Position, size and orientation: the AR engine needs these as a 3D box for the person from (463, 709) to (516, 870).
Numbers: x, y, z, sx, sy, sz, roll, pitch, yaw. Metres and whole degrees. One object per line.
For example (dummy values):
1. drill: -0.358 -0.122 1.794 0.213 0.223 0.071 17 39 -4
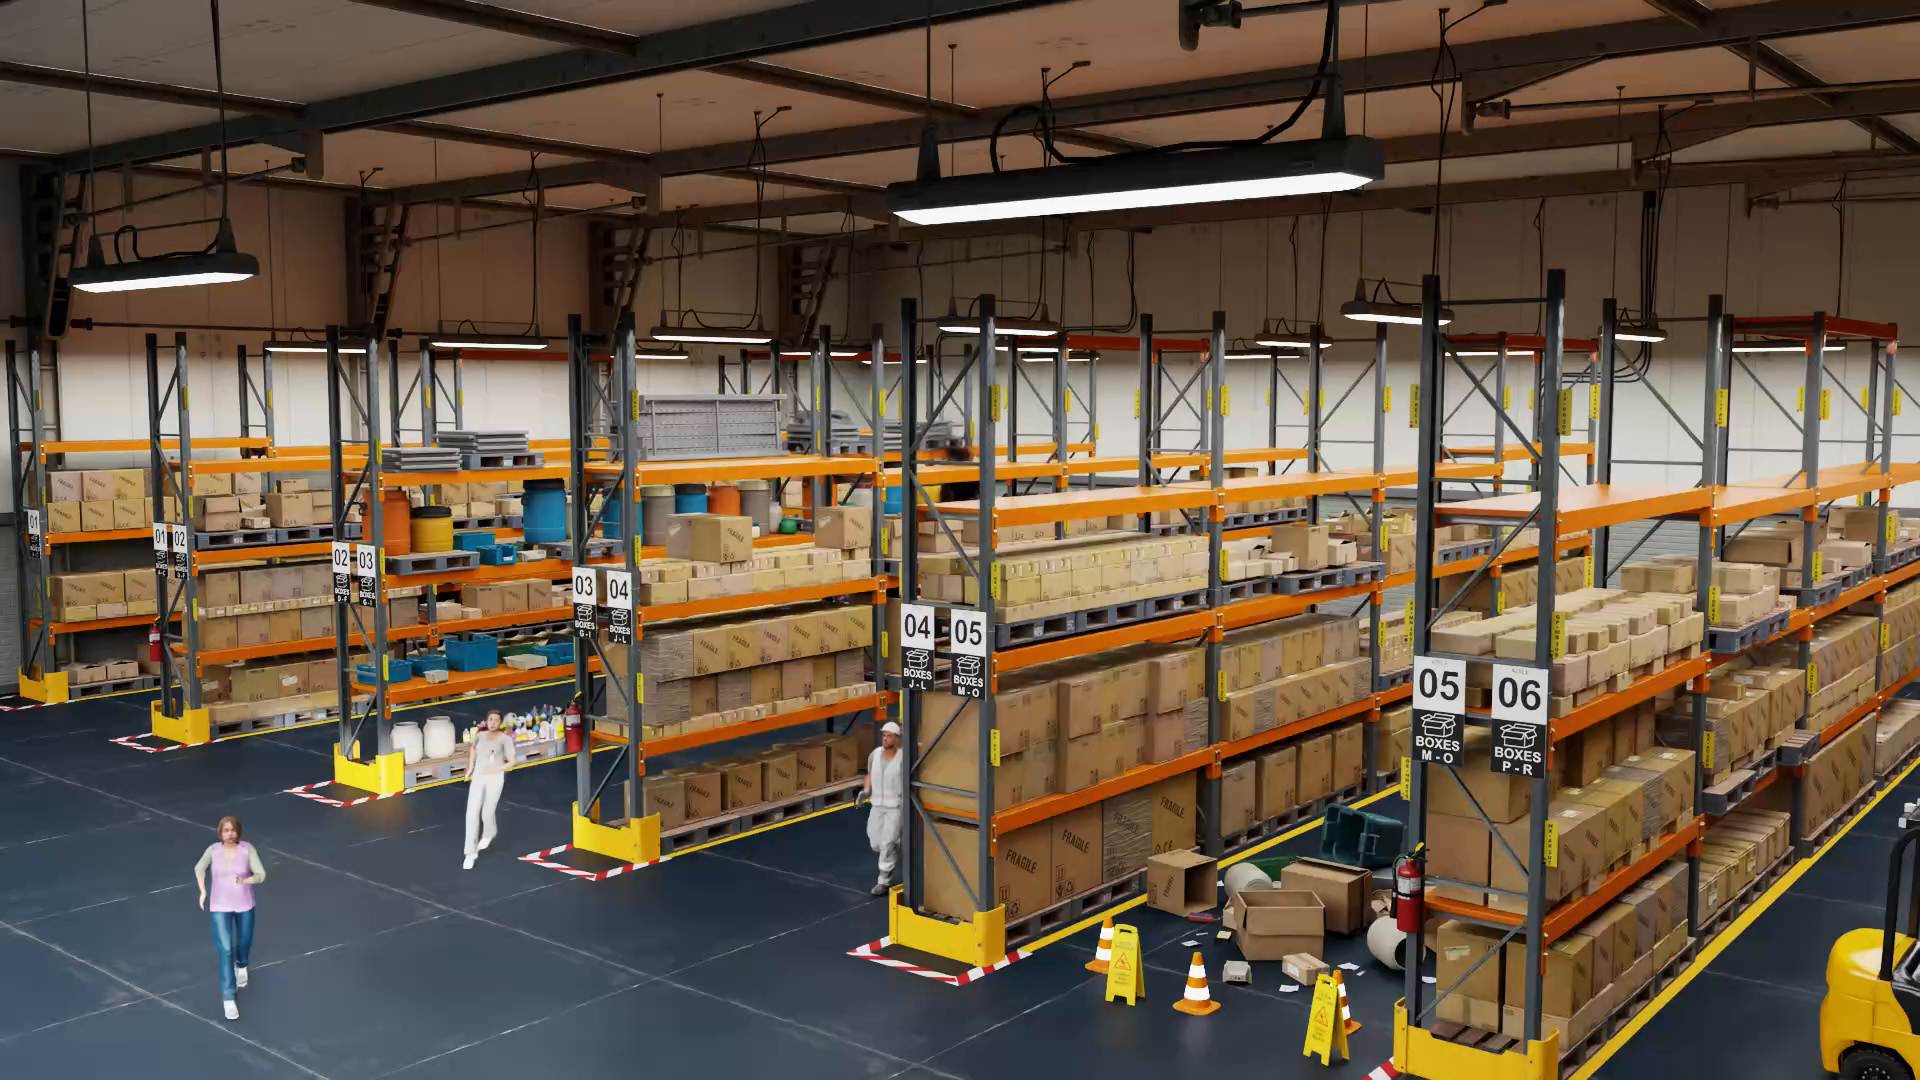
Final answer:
1. person: -5.170 2.687 18.268 0.590 1.660 0.898 0 5 2

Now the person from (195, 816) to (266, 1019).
1. person: -6.099 3.094 13.930 0.530 1.595 0.879 -3 6 -27

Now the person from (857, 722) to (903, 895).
1. person: -0.702 2.749 17.220 0.653 1.749 0.734 2 6 25
